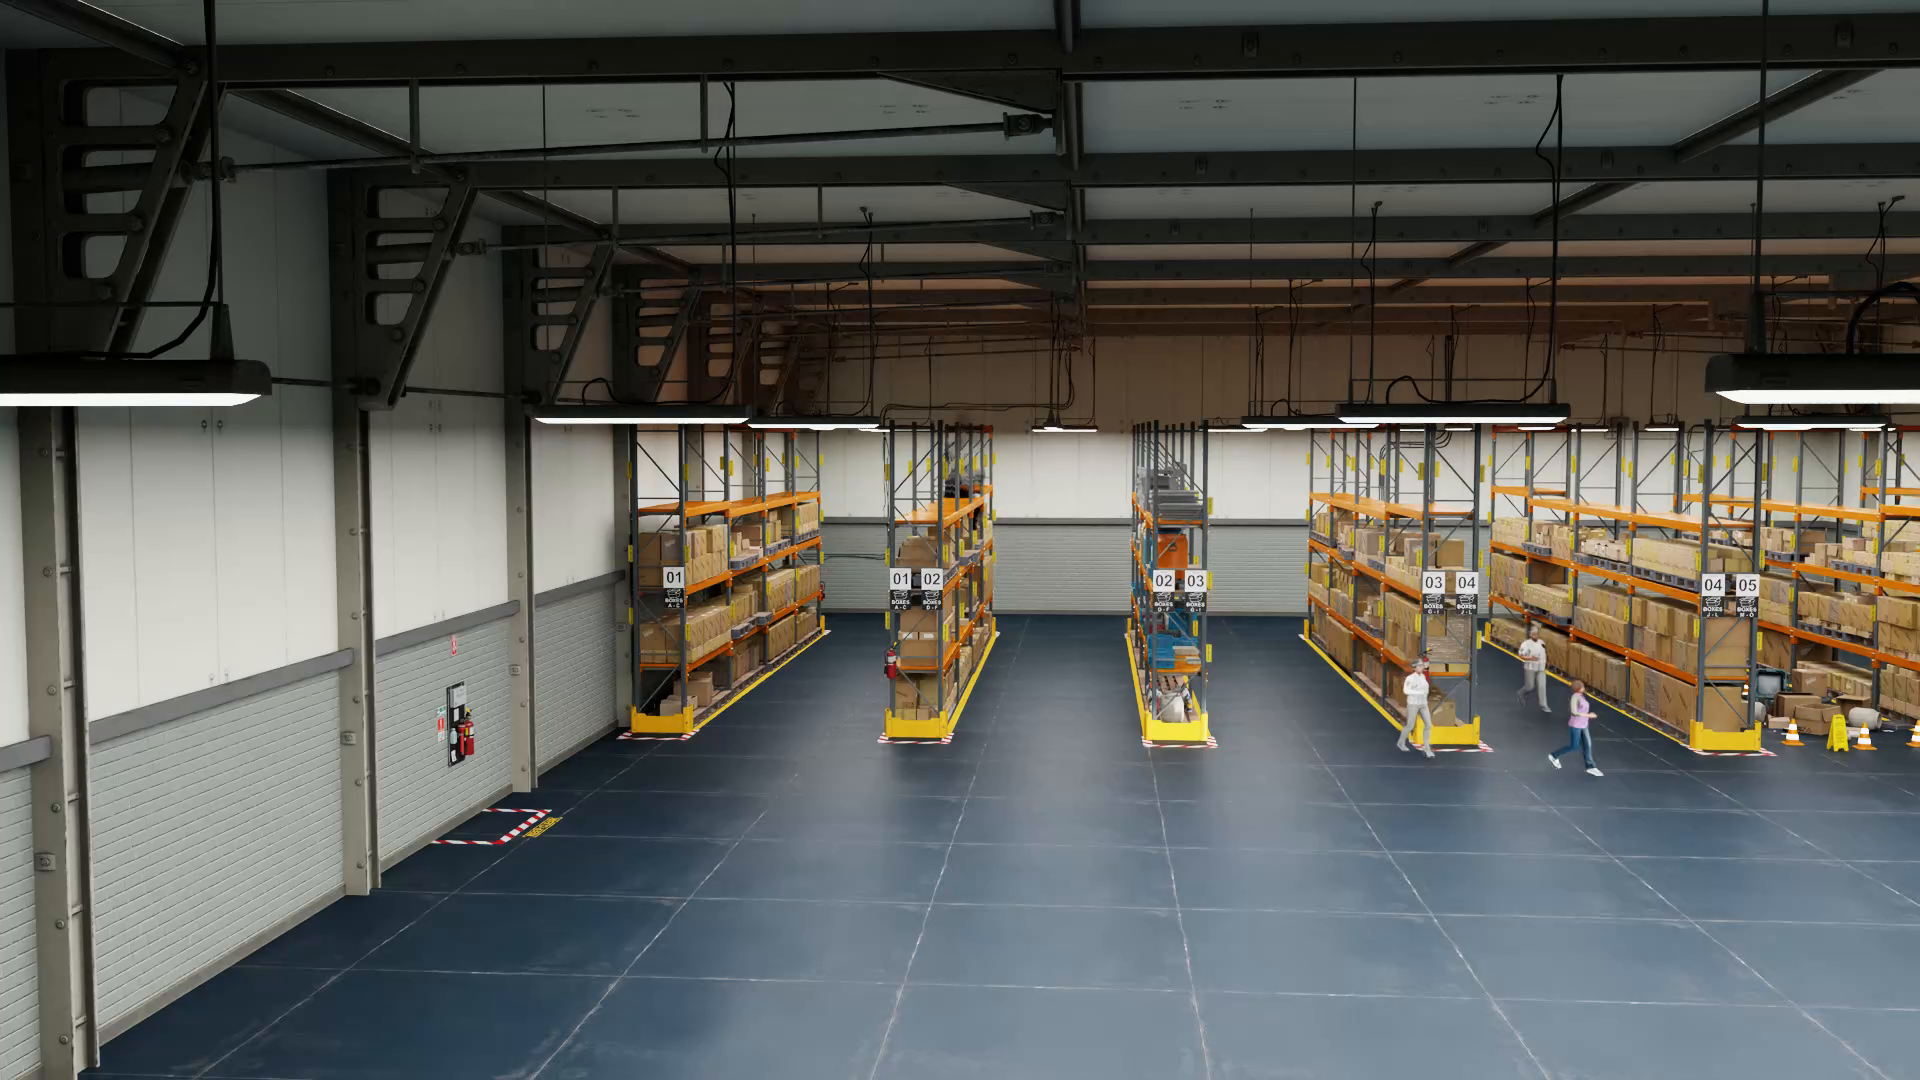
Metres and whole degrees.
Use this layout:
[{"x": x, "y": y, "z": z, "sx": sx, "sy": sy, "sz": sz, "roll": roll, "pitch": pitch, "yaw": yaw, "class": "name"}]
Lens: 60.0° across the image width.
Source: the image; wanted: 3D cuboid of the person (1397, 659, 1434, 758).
[{"x": 8.175, "y": 2.981, "z": 29.737, "sx": 0.616, "sy": 1.740, "sz": 0.734, "roll": -2, "pitch": 4, "yaw": -27, "class": "person"}]

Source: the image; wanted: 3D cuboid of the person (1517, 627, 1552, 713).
[{"x": 11.873, "y": 2.639, "z": 34.287, "sx": 0.677, "sy": 1.721, "sz": 1.100, "roll": 0, "pitch": 4, "yaw": -7, "class": "person"}]

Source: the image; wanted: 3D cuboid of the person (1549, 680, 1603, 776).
[{"x": 10.374, "y": 3.145, "z": 27.922, "sx": 0.867, "sy": 1.577, "sz": 0.542, "roll": 3, "pitch": 5, "yaw": 38, "class": "person"}]
